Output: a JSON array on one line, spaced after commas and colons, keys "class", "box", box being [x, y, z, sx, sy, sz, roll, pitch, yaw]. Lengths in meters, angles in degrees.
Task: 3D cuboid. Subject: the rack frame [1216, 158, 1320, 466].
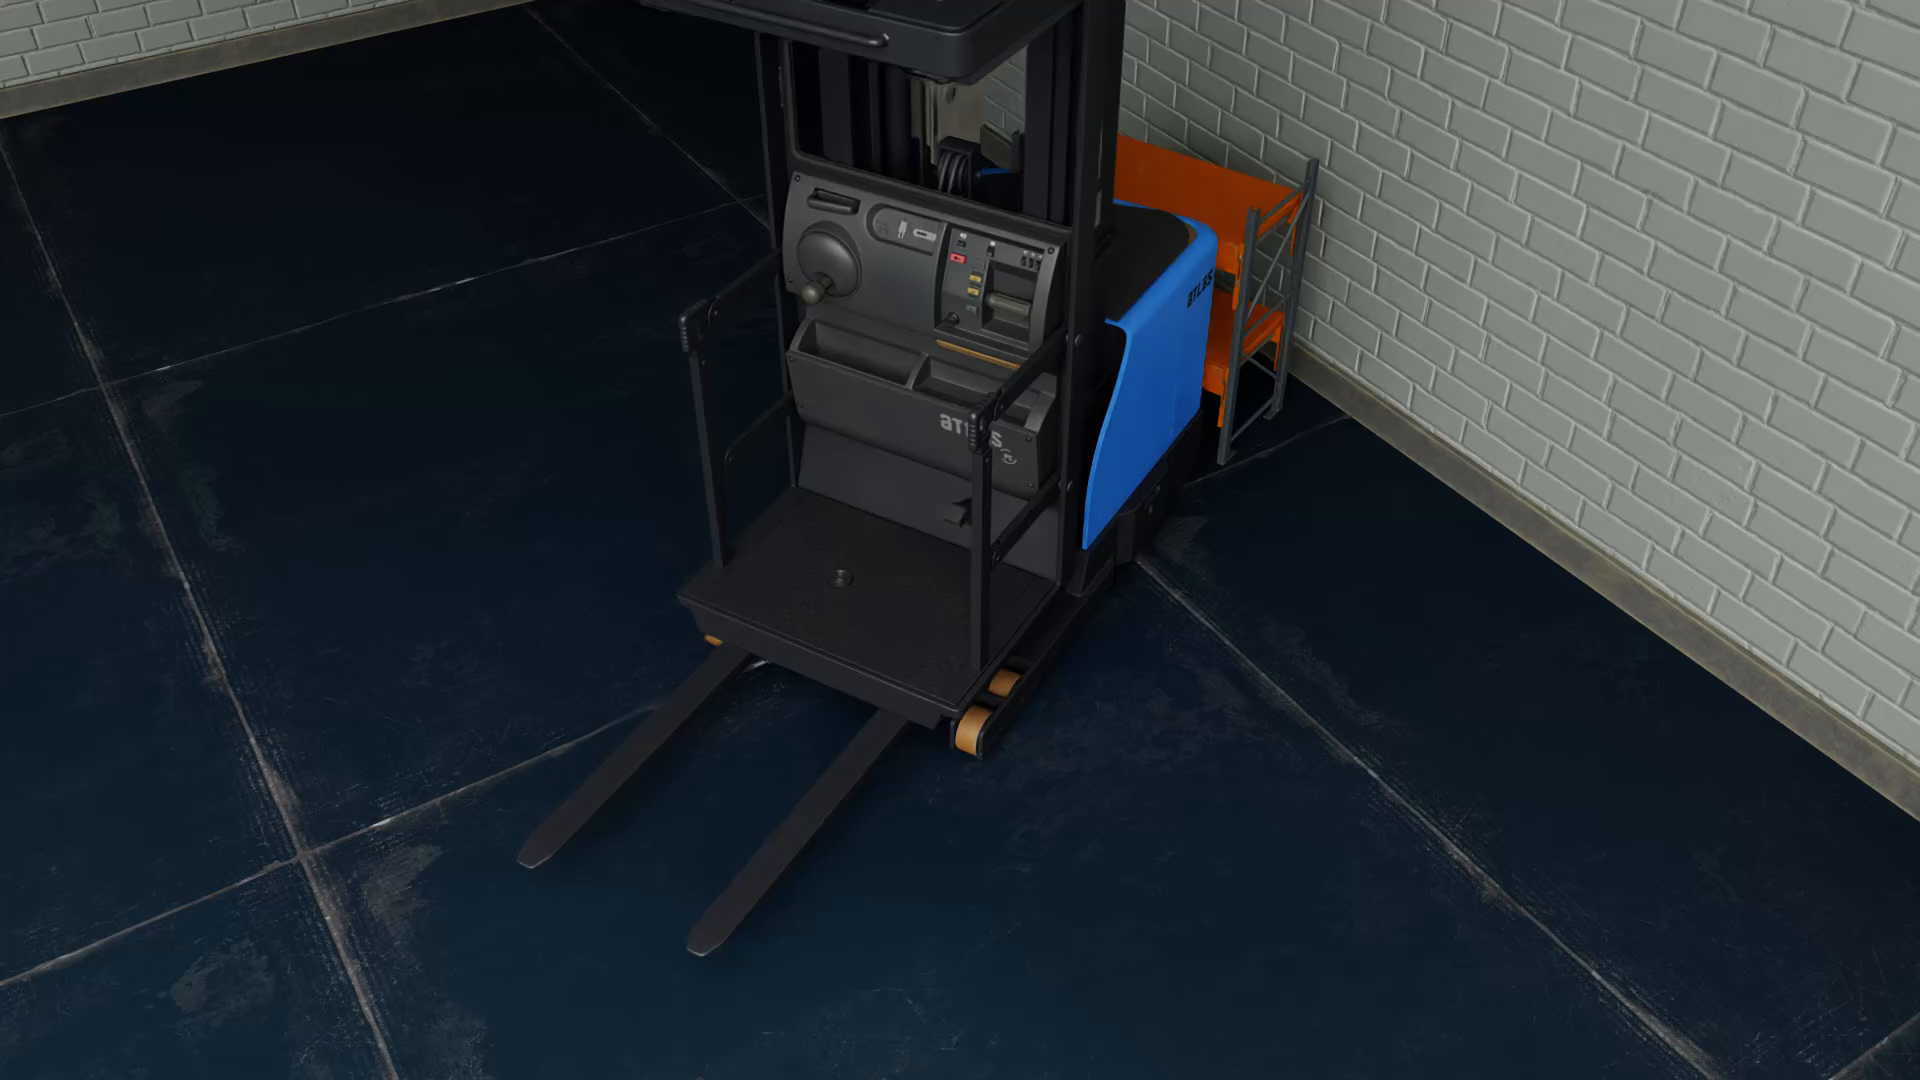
[{"class": "rack frame", "box": [1.180, -0.861, 6.405, 0.032, 1.125, 0.500, 25, 46, 27]}]

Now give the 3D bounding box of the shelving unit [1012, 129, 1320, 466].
[{"class": "shelving unit", "box": [0.771, -1.054, 6.637, 1.048, 1.125, 0.538, 25, 46, 27]}]

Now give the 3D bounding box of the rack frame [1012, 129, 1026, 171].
[{"class": "rack frame", "box": [0.362, -1.247, 6.868, 0.032, 1.125, 0.500, 25, 46, 27]}]

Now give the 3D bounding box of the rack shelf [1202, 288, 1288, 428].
[{"class": "rack shelf", "box": [0.771, -0.866, 6.793, 1.000, 0.278, 0.538, 25, 46, 27]}]

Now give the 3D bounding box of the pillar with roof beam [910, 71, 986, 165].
[{"class": "pillar with roof beam", "box": [-3.730, -4.065, 4.099, 9.100, 9.000, 0.400, -22, 45, -24]}]

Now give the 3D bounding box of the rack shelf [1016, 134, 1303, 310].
[{"class": "rack shelf", "box": [0.771, -1.279, 6.449, 1.000, 0.278, 0.538, 25, 46, 27]}]

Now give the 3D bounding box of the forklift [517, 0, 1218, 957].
[{"class": "forklift", "box": [-0.235, -0.763, 4.876, 1.130, 2.935, 3.031, 20, 44, 23]}]
